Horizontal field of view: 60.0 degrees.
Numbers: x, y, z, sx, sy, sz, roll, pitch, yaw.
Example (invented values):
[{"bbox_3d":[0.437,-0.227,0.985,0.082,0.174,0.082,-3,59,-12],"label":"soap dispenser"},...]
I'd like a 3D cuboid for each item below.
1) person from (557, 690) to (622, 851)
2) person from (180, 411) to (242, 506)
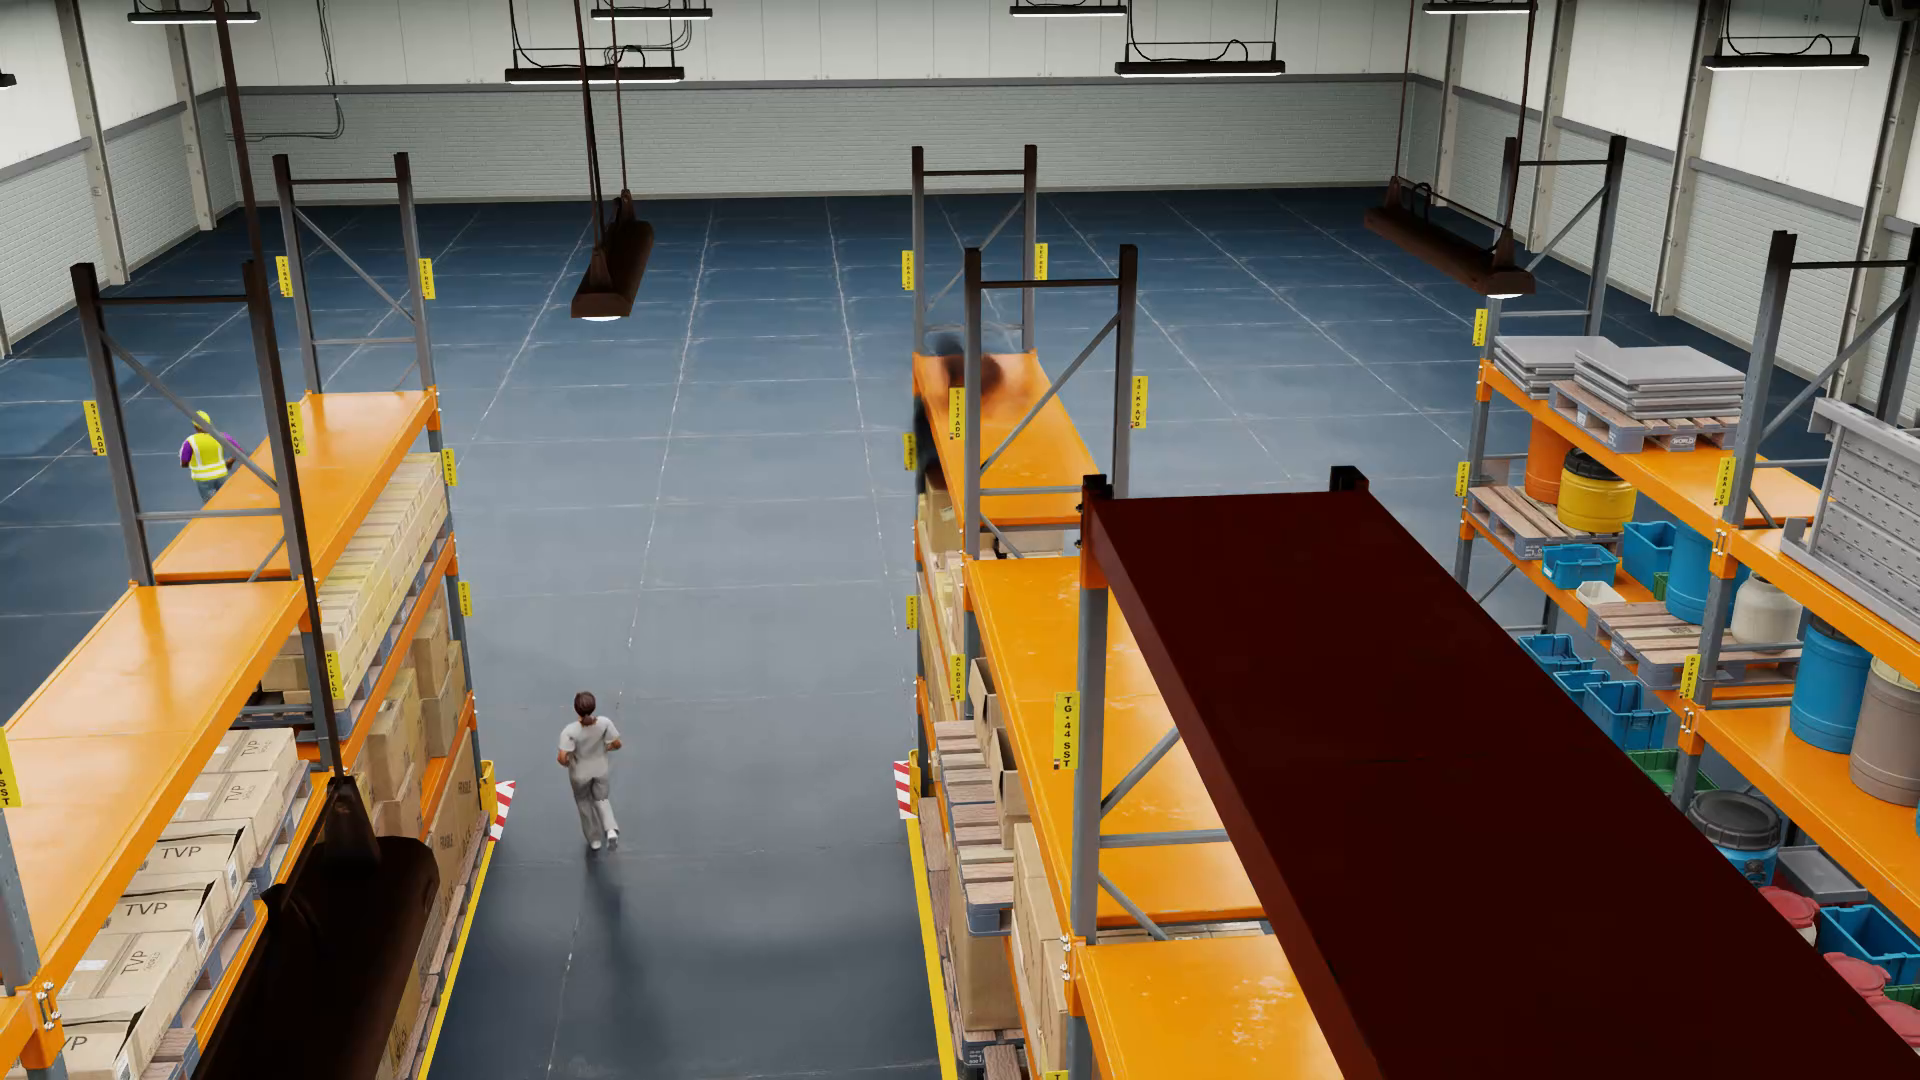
[{"bbox_3d":[-3.190,2.014,14.341,0.564,1.616,0.768,-9,23,-23],"label":"person"},{"bbox_3d":[-9.603,-0.793,21.275,0.696,1.809,0.674,16,27,35],"label":"person"}]
